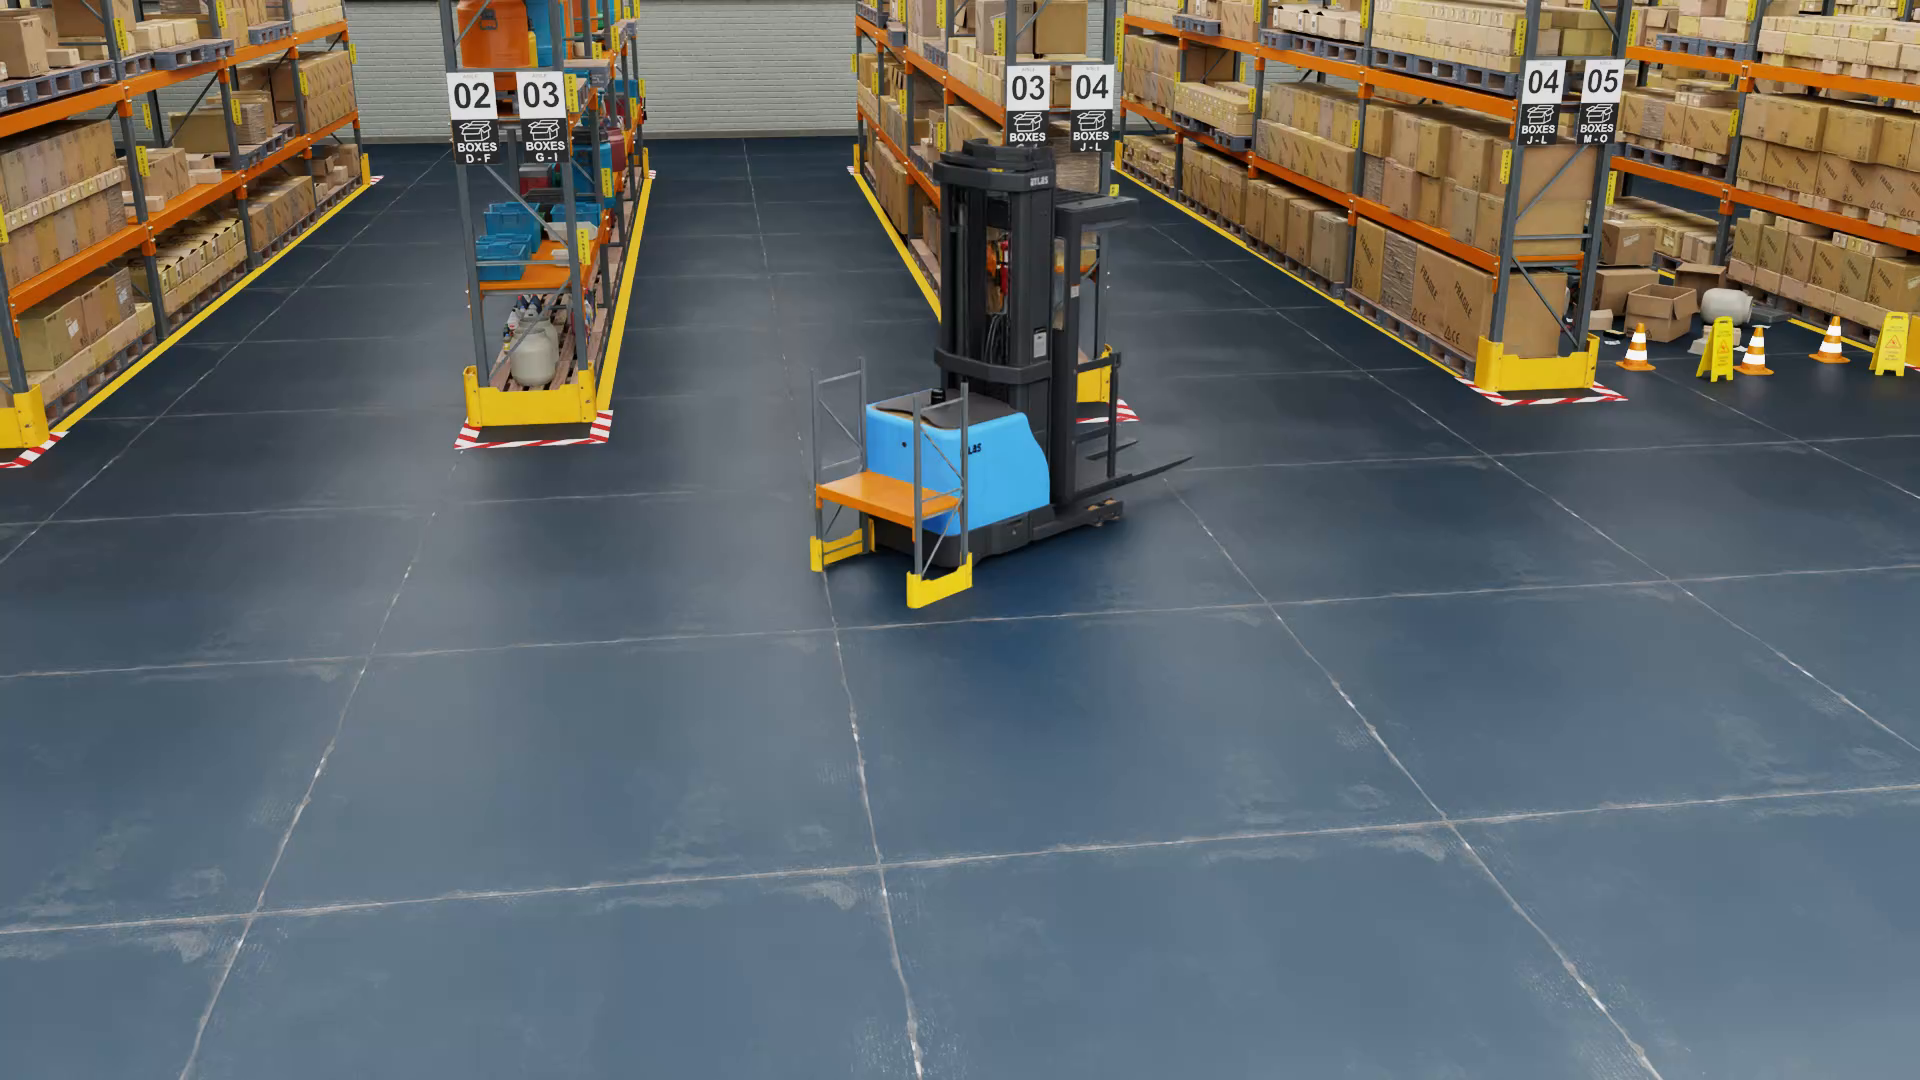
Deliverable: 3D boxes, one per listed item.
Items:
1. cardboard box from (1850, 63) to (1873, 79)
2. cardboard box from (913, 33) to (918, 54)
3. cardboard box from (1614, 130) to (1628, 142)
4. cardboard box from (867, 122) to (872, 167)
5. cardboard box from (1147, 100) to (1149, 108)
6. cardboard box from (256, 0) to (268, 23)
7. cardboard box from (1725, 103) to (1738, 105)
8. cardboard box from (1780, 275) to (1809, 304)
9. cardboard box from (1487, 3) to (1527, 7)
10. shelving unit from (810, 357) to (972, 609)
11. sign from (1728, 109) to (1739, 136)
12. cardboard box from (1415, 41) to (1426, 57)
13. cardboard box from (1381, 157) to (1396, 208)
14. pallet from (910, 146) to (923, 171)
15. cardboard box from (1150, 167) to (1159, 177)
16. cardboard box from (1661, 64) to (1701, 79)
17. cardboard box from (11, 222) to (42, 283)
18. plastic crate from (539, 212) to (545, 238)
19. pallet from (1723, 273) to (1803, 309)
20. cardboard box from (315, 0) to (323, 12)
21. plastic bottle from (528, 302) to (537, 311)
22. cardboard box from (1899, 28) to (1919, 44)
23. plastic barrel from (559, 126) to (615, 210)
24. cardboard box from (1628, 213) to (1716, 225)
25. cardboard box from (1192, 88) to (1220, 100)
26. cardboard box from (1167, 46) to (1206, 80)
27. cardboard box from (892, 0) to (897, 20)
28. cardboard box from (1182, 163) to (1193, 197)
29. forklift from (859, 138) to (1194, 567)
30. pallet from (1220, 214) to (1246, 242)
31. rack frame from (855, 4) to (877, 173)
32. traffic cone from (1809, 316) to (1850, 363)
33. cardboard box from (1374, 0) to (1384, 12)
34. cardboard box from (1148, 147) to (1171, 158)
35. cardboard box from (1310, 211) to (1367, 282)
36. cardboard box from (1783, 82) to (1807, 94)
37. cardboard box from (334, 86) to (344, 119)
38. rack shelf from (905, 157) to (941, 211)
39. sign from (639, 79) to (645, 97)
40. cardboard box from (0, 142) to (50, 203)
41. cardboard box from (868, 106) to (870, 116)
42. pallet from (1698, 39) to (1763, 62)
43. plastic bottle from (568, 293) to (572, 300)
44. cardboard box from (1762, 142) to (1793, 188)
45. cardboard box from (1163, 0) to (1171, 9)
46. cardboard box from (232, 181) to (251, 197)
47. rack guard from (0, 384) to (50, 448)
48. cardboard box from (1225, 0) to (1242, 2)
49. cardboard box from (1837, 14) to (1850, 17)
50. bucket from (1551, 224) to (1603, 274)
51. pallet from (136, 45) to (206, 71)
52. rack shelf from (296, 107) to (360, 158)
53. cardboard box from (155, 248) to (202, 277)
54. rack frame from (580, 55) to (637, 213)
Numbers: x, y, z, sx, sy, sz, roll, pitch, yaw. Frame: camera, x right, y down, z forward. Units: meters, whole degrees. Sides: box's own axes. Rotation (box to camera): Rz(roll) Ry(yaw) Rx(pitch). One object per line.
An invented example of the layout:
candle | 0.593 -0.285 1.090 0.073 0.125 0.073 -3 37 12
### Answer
cardboard box | 10.126 -5.201 18.426 0.380 0.149 0.250 -3 21 -8
cardboard box | -0.350 -6.526 21.830 0.500 0.250 0.500 -2 21 -6
cardboard box | 9.450 -5.709 23.472 0.380 0.149 0.250 -3 21 -7
cardboard box | -1.221 -7.298 30.406 0.875 0.875 0.875 -3 21 -8
cardboard box | 3.528 -7.746 29.527 0.380 0.149 0.250 -2 21 -6
cardboard box | -10.620 -7.949 24.538 0.600 0.600 0.600 -5 21 -13
cardboard box | 10.229 -5.564 22.159 0.500 0.500 0.500 -3 21 -8
cardboard box | 10.129 -2.982 19.744 0.500 0.250 0.500 -3 21 -8
cardboard box | 5.847 -5.643 17.727 0.380 0.149 0.250 -3 21 -7
shelving unit | -0.501 -0.429 11.719 1.083 1.500 0.587 18 27 40
sign | 9.595 -5.173 20.624 0.100 0.325 0.005 -3 21 -8
cardboard box | 5.161 -5.322 18.007 0.380 0.149 0.250 -3 21 -8
cardboard box | 5.426 -4.129 19.269 0.875 0.550 0.550 -3 21 -8
pallet | -0.031 -5.213 22.662 1.213 0.211 1.003 -3 21 -8
cardboard box | 3.564 -6.483 29.261 0.380 0.149 0.250 -3 21 -8
cardboard box | 13.340 -8.796 30.698 0.500 0.500 0.500 -2 21 -6
cardboard box | -9.025 -2.667 15.427 0.700 0.500 0.500 -2 21 -6
plastic crate | -4.648 -3.326 17.638 0.450 0.188 0.662 -3 21 -8
pallet | 10.275 -3.122 20.775 1.003 0.211 1.213 -3 21 -8
cardboard box | -10.651 -8.701 26.938 0.500 0.250 0.500 -3 21 -8
plastic bottle | -4.718 -2.493 18.375 0.097 0.271 0.097 0 20 0
cardboard box | 10.311 -5.392 17.798 0.380 0.149 0.250 -3 21 -8
plastic barrel | -4.320 -4.294 19.209 0.600 0.901 0.708 -3 21 -8
cardboard box | 9.856 -4.296 23.087 0.950 0.372 0.625 -2 21 -6
cardboard box | 3.860 -6.983 26.033 0.380 0.149 0.250 -3 21 -8
cardboard box | 3.771 -7.948 27.713 0.500 0.500 0.500 -4 21 -10
cardboard box | -0.747 -8.105 25.371 0.500 0.311 0.500 -4 21 -10
cardboard box | 3.951 -5.901 27.202 0.500 0.500 0.500 -2 21 -6
forklift | 0.647 -1.590 12.785 3.031 2.935 1.130 -19 27 -40
pallet | 4.572 -4.724 25.063 1.003 0.211 1.213 -3 21 -8
rack frame | -1.393 -8.314 30.690 1.000 3.000 0.127 -3 21 -8
traffic cone | 9.382 -2.170 17.865 0.336 0.463 0.334 -3 21 -8
cardboard box | 4.976 -6.136 19.048 0.380 0.149 0.250 -3 21 -7
cardboard box | 3.537 -6.843 29.374 0.380 0.149 0.250 -4 21 -10
cardboard box | 5.081 -3.728 21.026 1.050 0.750 0.750 -3 21 -8
cardboard box | 13.938 -7.295 27.217 0.700 0.500 0.500 -3 21 -8
cardboard box | -10.718 -7.369 28.017 0.500 0.500 0.500 -3 21 -7
rack shelf | 0.049 -4.515 21.546 1.077 0.370 4.000 -3 21 -8
sign | -5.752 -8.174 30.082 0.100 0.325 0.005 -3 21 -8
cardboard box | -9.107 -3.468 15.717 0.700 0.500 0.500 -3 21 -8
cardboard box | -1.370 -7.346 28.456 0.380 0.149 0.250 -3 21 -9
pallet | 10.160 -6.196 20.999 1.213 0.211 1.003 -3 21 -8
plastic bottle | -4.329 -2.659 18.706 0.144 0.351 0.185 -3 21 -8
cardboard box | 10.026 -4.507 19.927 0.500 0.500 0.500 -3 21 -8
cardboard box | 3.725 -9.042 27.850 0.500 0.250 0.500 -4 21 -10
cardboard box | -10.574 -5.118 24.004 0.500 0.250 0.500 -3 21 -9
rack guard | -8.886 -1.097 14.939 1.175 0.500 0.348 -3 21 -8
cardboard box | 4.162 -8.142 24.704 0.396 0.266 0.258 -3 21 -8
cardboard box | 14.018 -8.144 26.160 0.500 0.250 0.500 -3 21 -8
bucket | 7.561 -3.623 20.634 0.726 0.611 0.620 4 11 11
pallet | -9.693 -5.746 19.795 1.003 0.211 1.213 -2 21 -5
rack shelf | -10.908 -6.787 27.628 1.077 0.370 4.000 -3 21 -8
cardboard box | -9.422 -3.341 19.903 0.500 0.311 0.500 -4 21 -10
rack frame | -5.717 -6.680 26.314 1.000 3.000 0.127 -3 21 -8
